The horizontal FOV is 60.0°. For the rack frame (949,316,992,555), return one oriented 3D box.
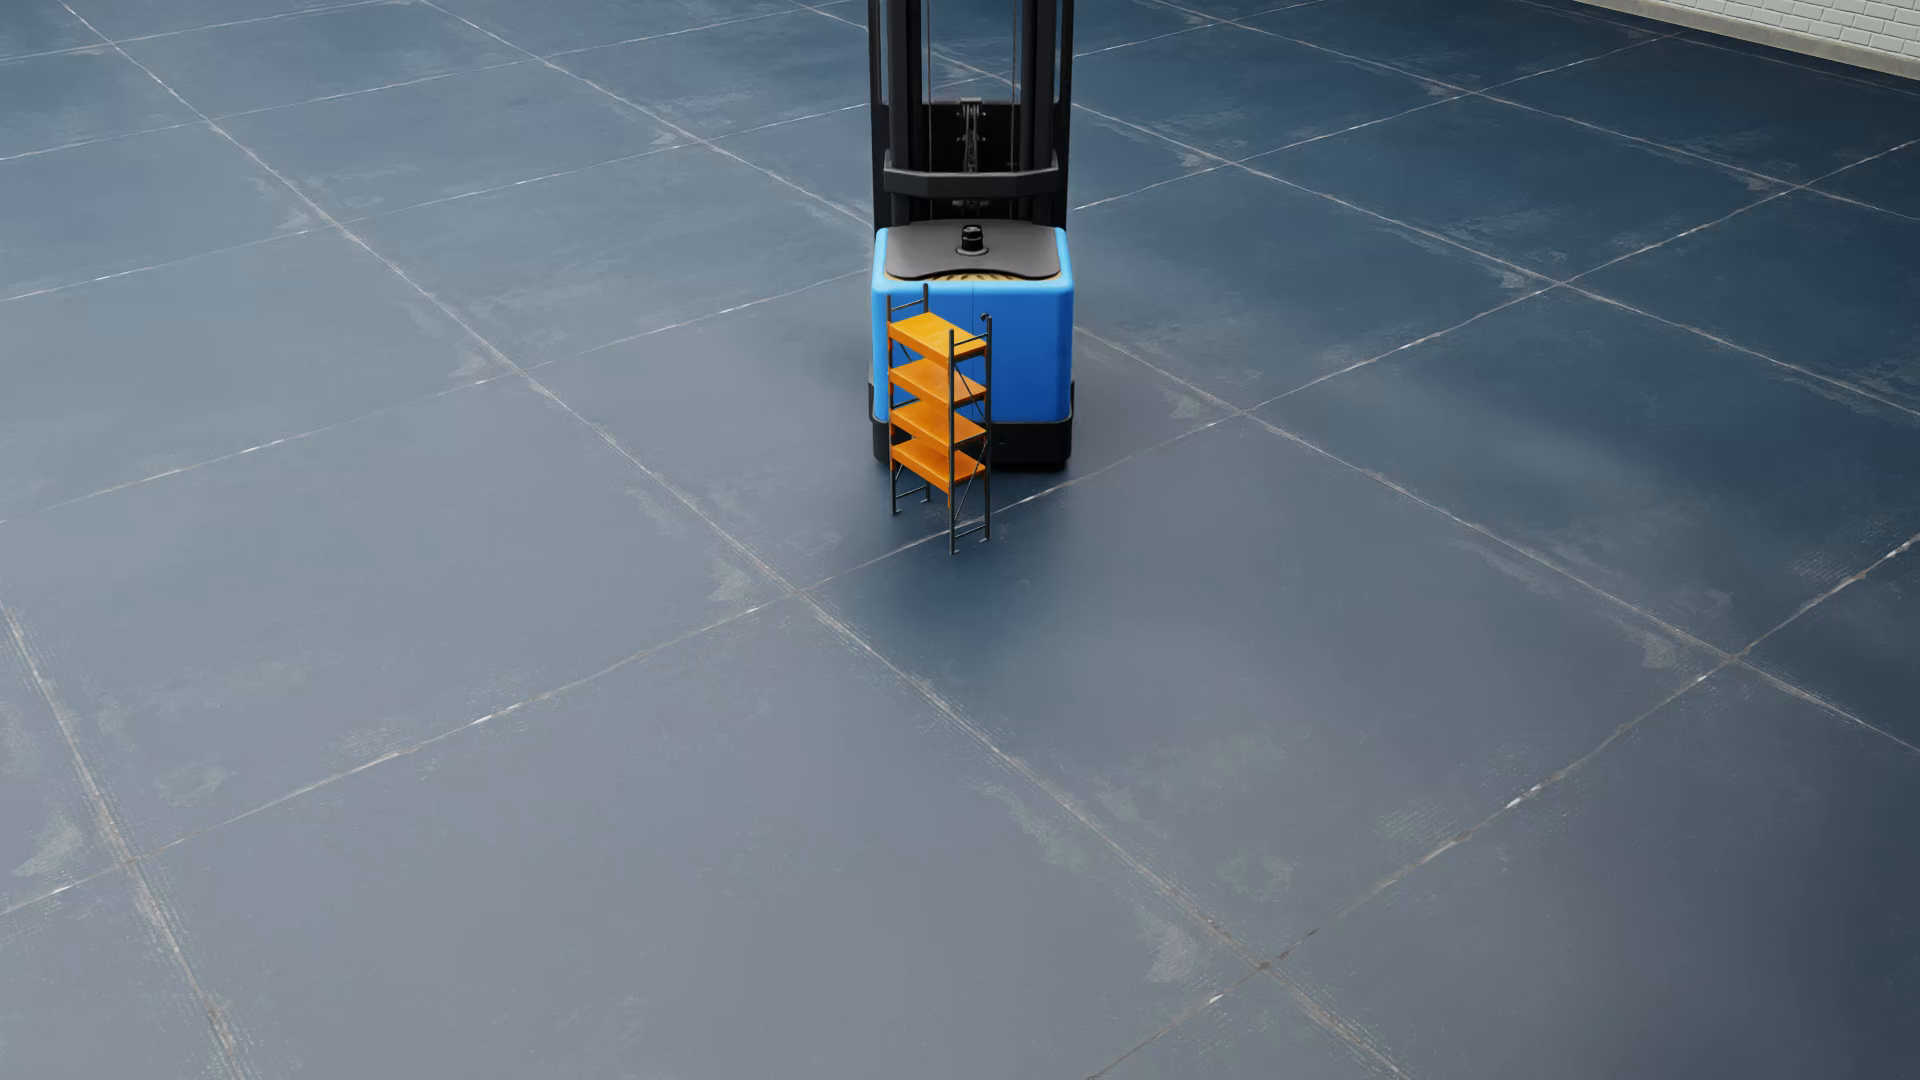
[{"bbox_3d":[0.048,-0.477,7.881,0.240,1.200,0.015,-22,38,-31],"label":"rack frame"}]

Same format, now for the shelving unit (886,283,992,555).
[{"bbox_3d":[-0.102,-0.579,8.045,0.258,1.200,0.503,-22,38,-31],"label":"shelving unit"}]

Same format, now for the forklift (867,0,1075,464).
[{"bbox_3d":[0.055,-2.387,9.315,1.130,2.935,3.031,0,32,0],"label":"forklift"}]

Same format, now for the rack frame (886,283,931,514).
[{"bbox_3d":[-0.251,-0.680,8.208,0.240,1.200,0.015,-22,38,-31],"label":"rack frame"}]

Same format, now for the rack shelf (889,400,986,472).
[{"bbox_3d":[-0.102,-0.522,8.080,0.258,0.148,0.480,-22,38,-31],"label":"rack shelf"}]

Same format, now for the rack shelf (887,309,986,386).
[{"bbox_3d":[-0.101,-0.912,7.837,0.258,0.148,0.480,-22,38,-31],"label":"rack shelf"}]

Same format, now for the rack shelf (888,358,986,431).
[{"bbox_3d":[-0.101,-0.712,7.962,0.258,0.148,0.480,-22,38,-31],"label":"rack shelf"}]

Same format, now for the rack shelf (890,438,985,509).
[{"bbox_3d":[-0.102,-0.353,8.185,0.258,0.148,0.480,-22,38,-31],"label":"rack shelf"}]
